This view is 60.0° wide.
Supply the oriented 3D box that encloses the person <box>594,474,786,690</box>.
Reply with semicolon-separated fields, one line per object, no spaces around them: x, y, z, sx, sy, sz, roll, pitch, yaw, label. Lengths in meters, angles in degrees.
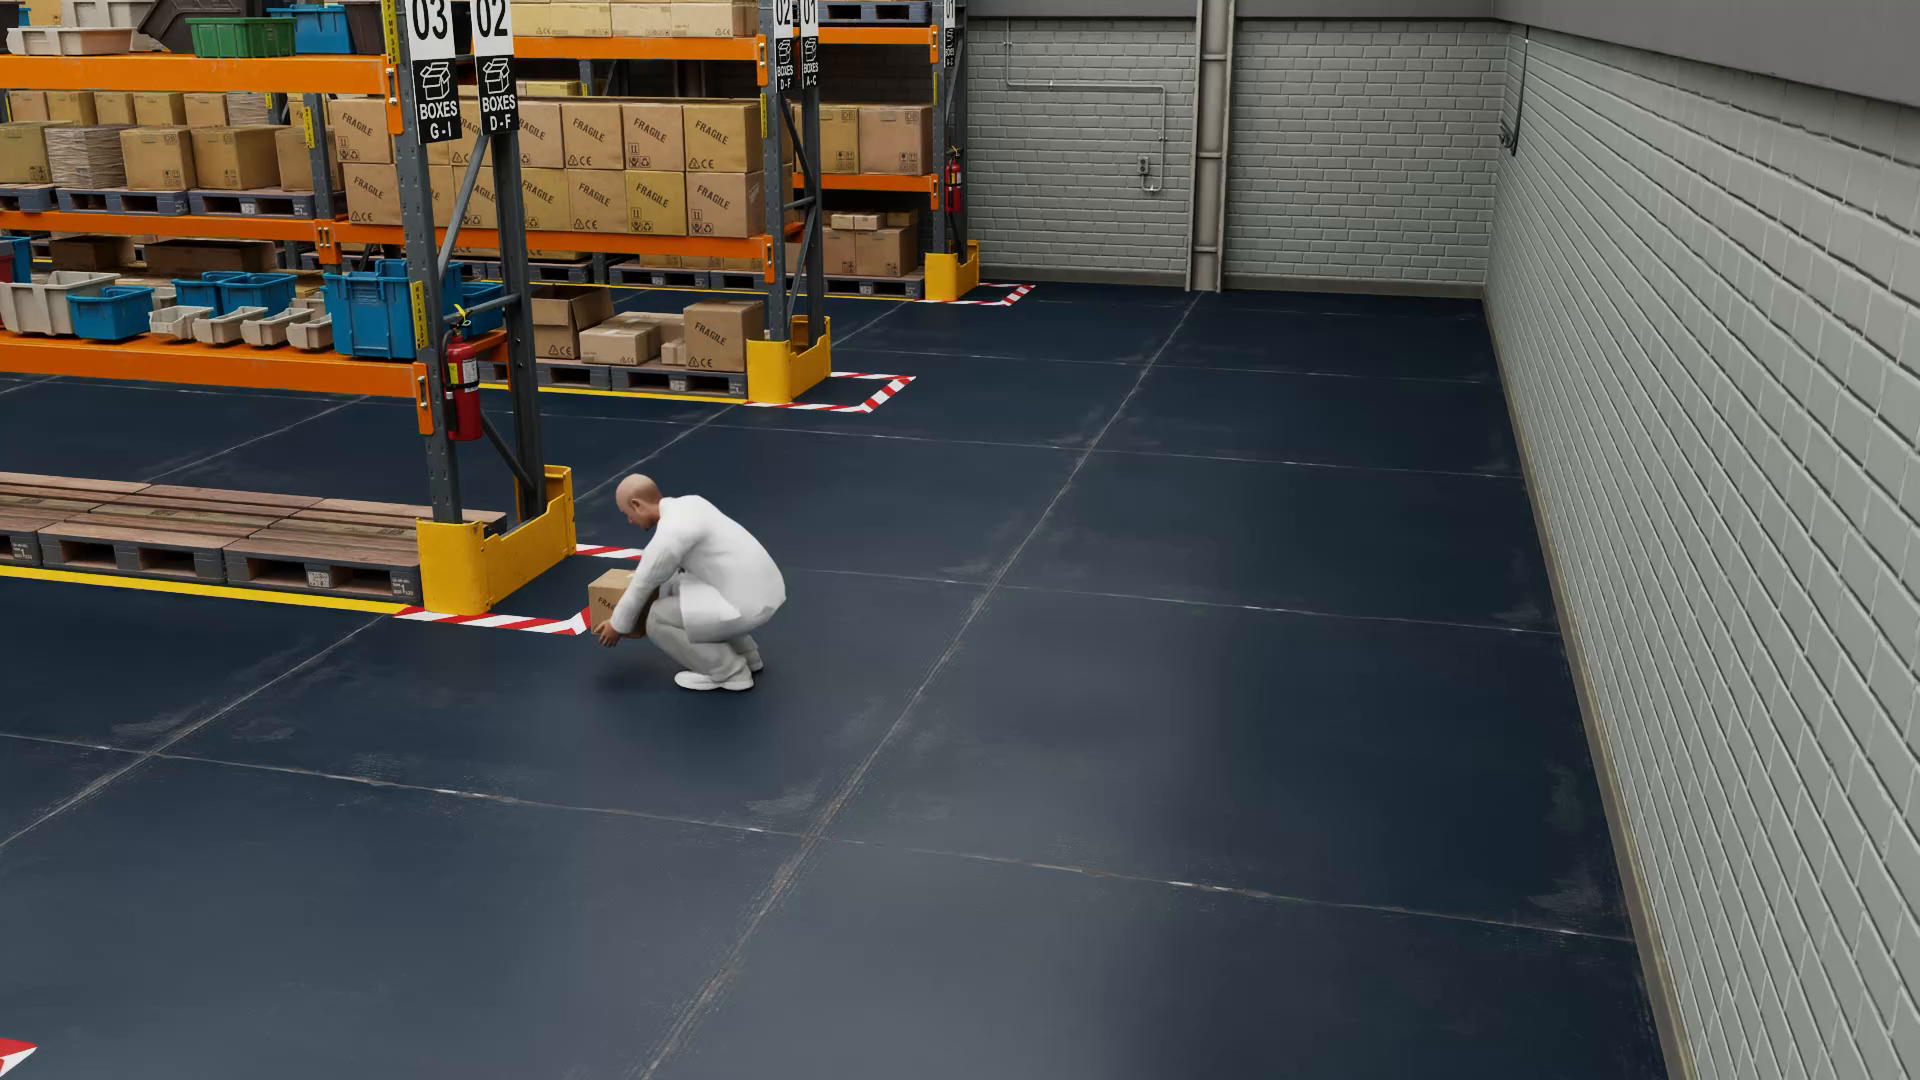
-1.264;0.180;7.825;0.896;0.982;0.595;4;19;13;person
